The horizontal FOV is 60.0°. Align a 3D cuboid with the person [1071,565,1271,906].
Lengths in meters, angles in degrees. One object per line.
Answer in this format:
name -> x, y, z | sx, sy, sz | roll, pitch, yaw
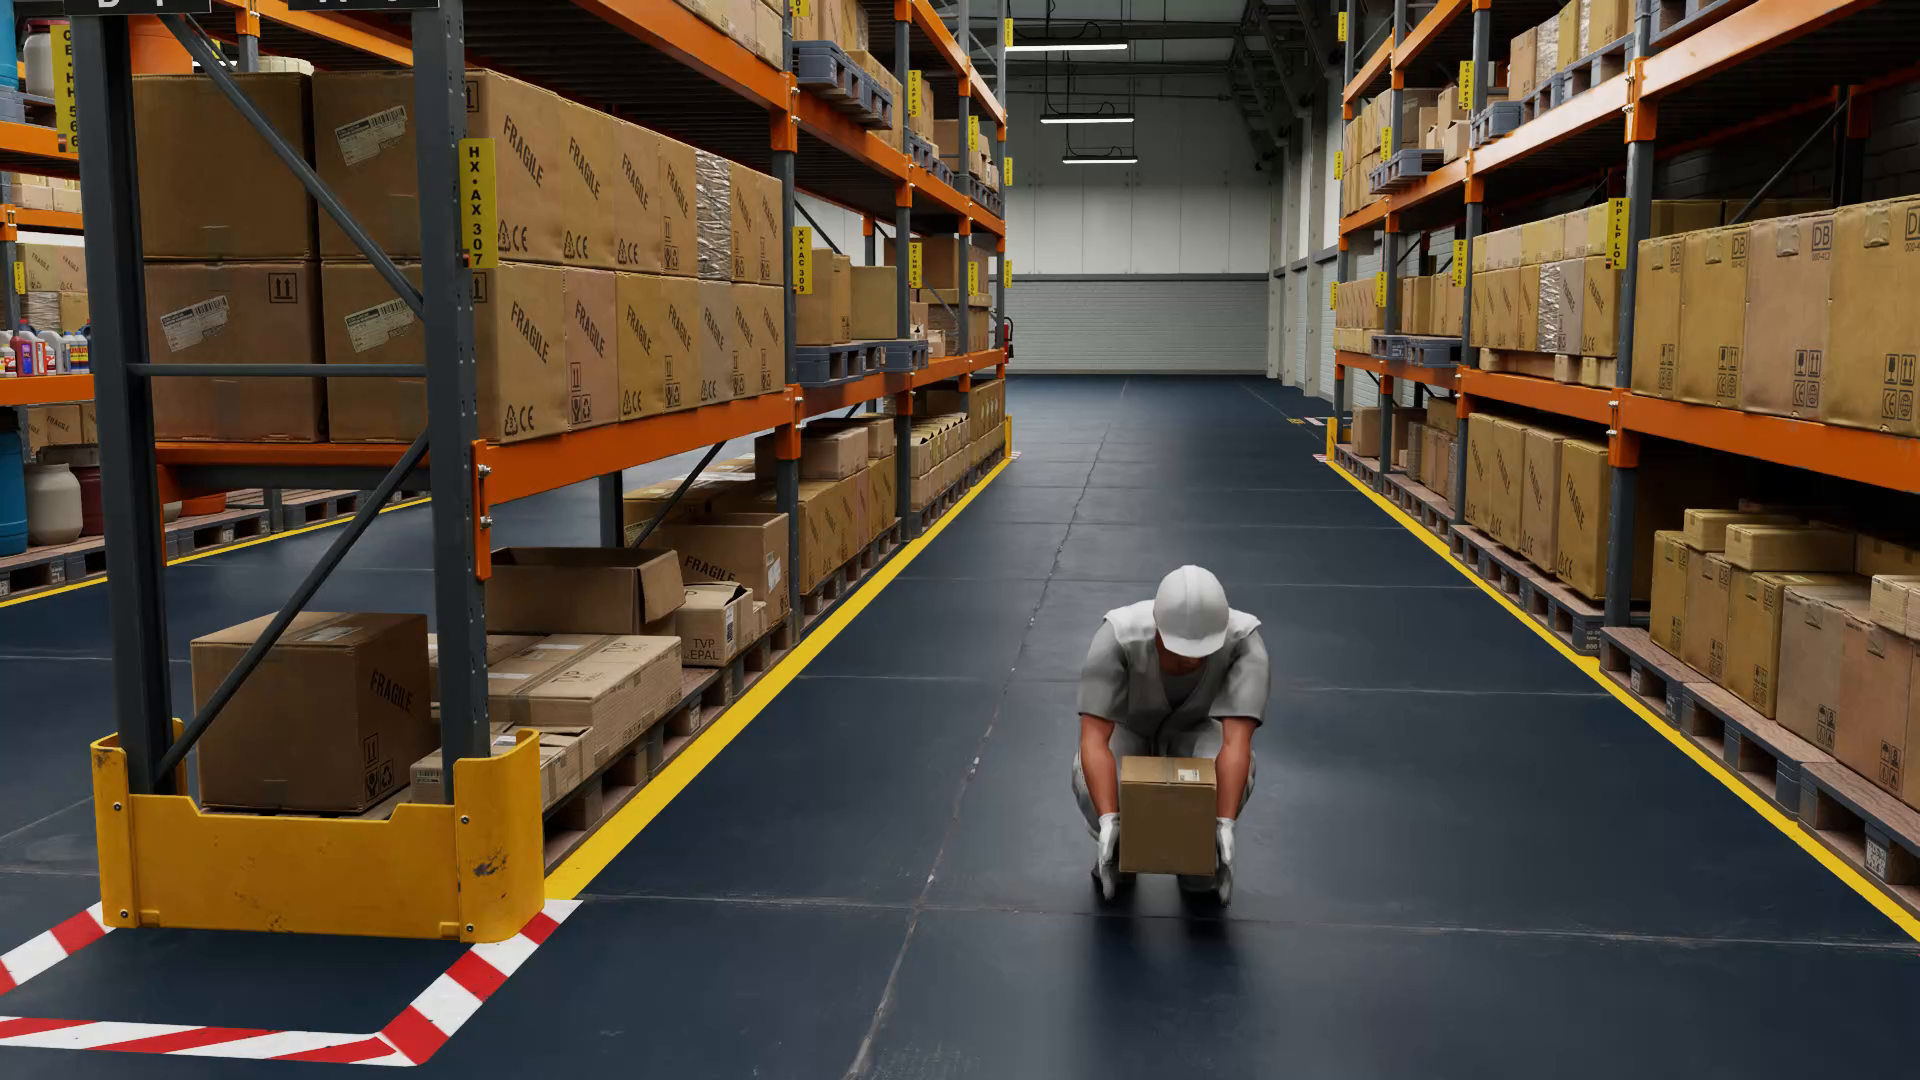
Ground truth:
person -> 0.598, 0.529, 4.751 | 0.554, 0.996, 0.871 | 1, 8, 6
